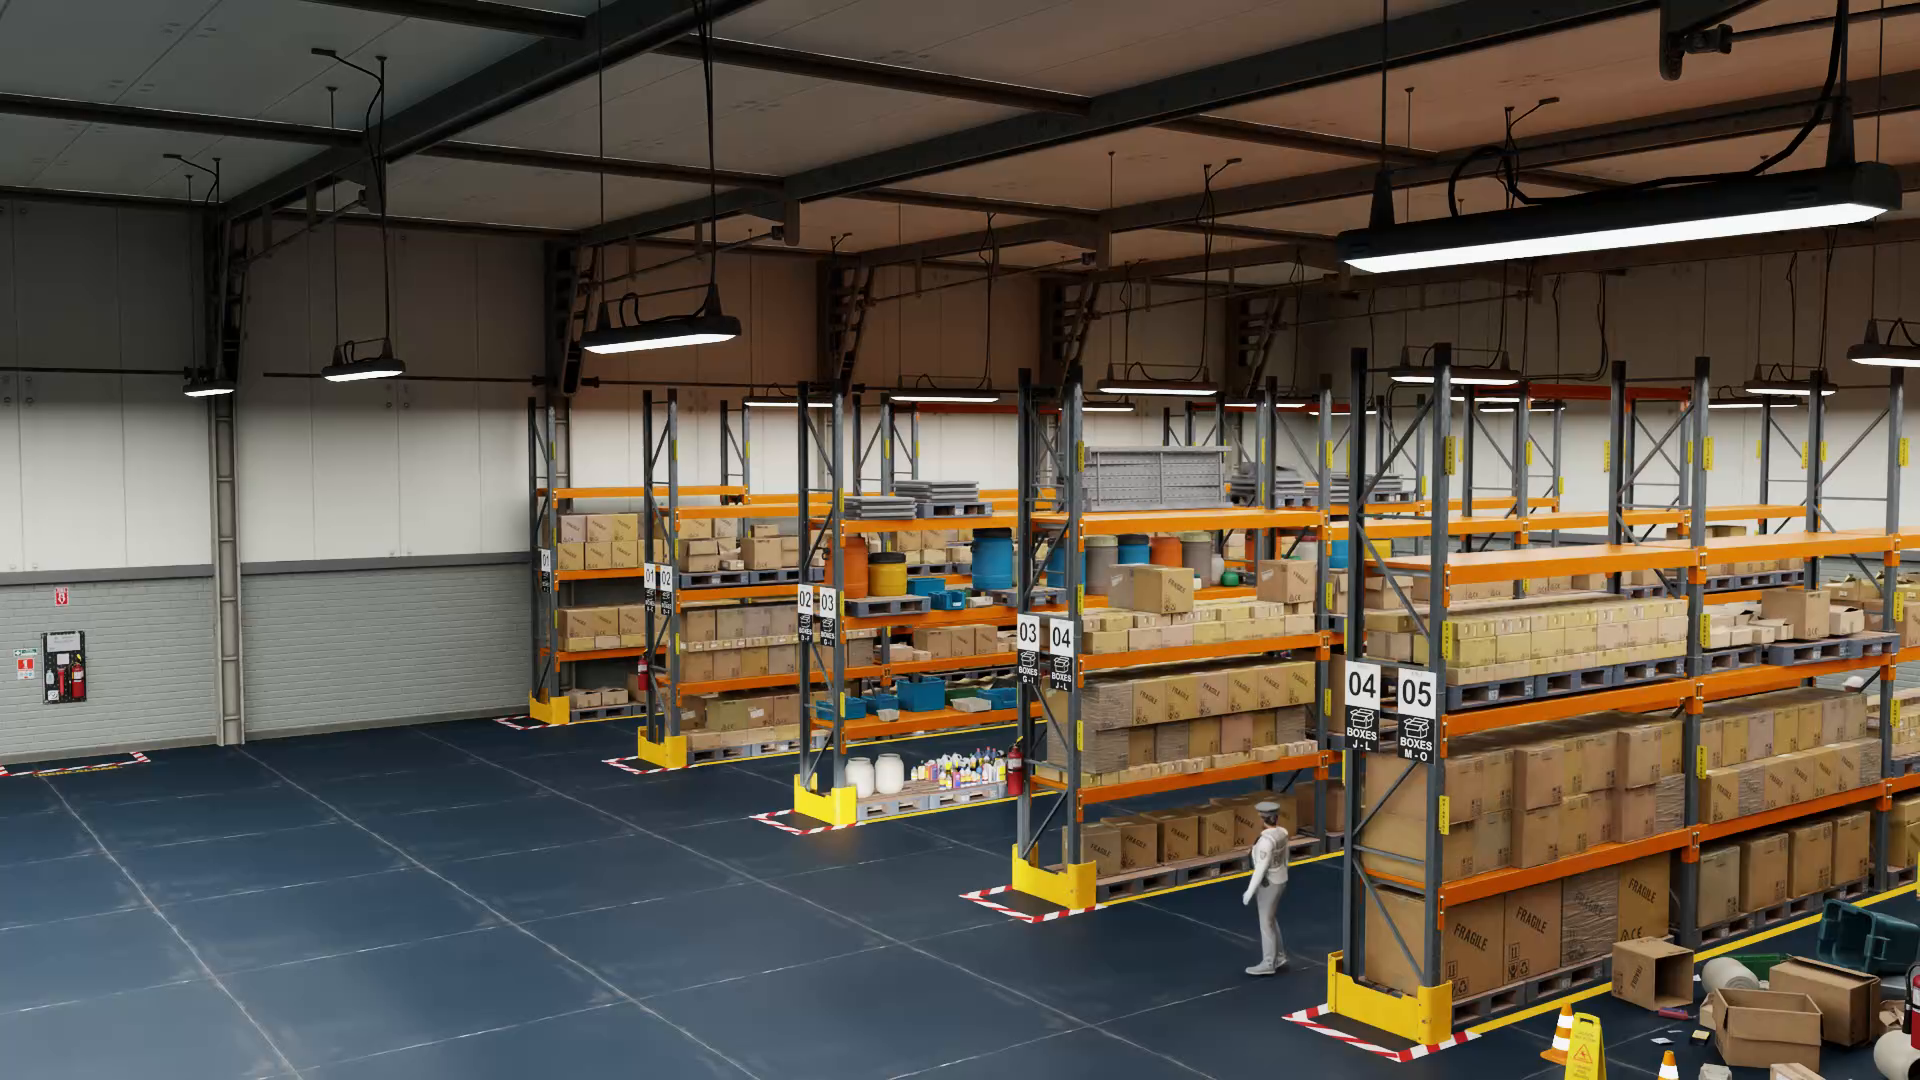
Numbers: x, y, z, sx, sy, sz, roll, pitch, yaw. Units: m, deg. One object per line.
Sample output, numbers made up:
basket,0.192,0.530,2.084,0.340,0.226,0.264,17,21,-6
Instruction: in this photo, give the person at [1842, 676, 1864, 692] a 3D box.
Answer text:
person,12.904,2.855,24.147,0.574,1.772,0.526,-1,4,-22

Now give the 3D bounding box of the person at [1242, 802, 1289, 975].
person,2.980,3.395,16.149,0.383,1.717,0.548,2,4,25
